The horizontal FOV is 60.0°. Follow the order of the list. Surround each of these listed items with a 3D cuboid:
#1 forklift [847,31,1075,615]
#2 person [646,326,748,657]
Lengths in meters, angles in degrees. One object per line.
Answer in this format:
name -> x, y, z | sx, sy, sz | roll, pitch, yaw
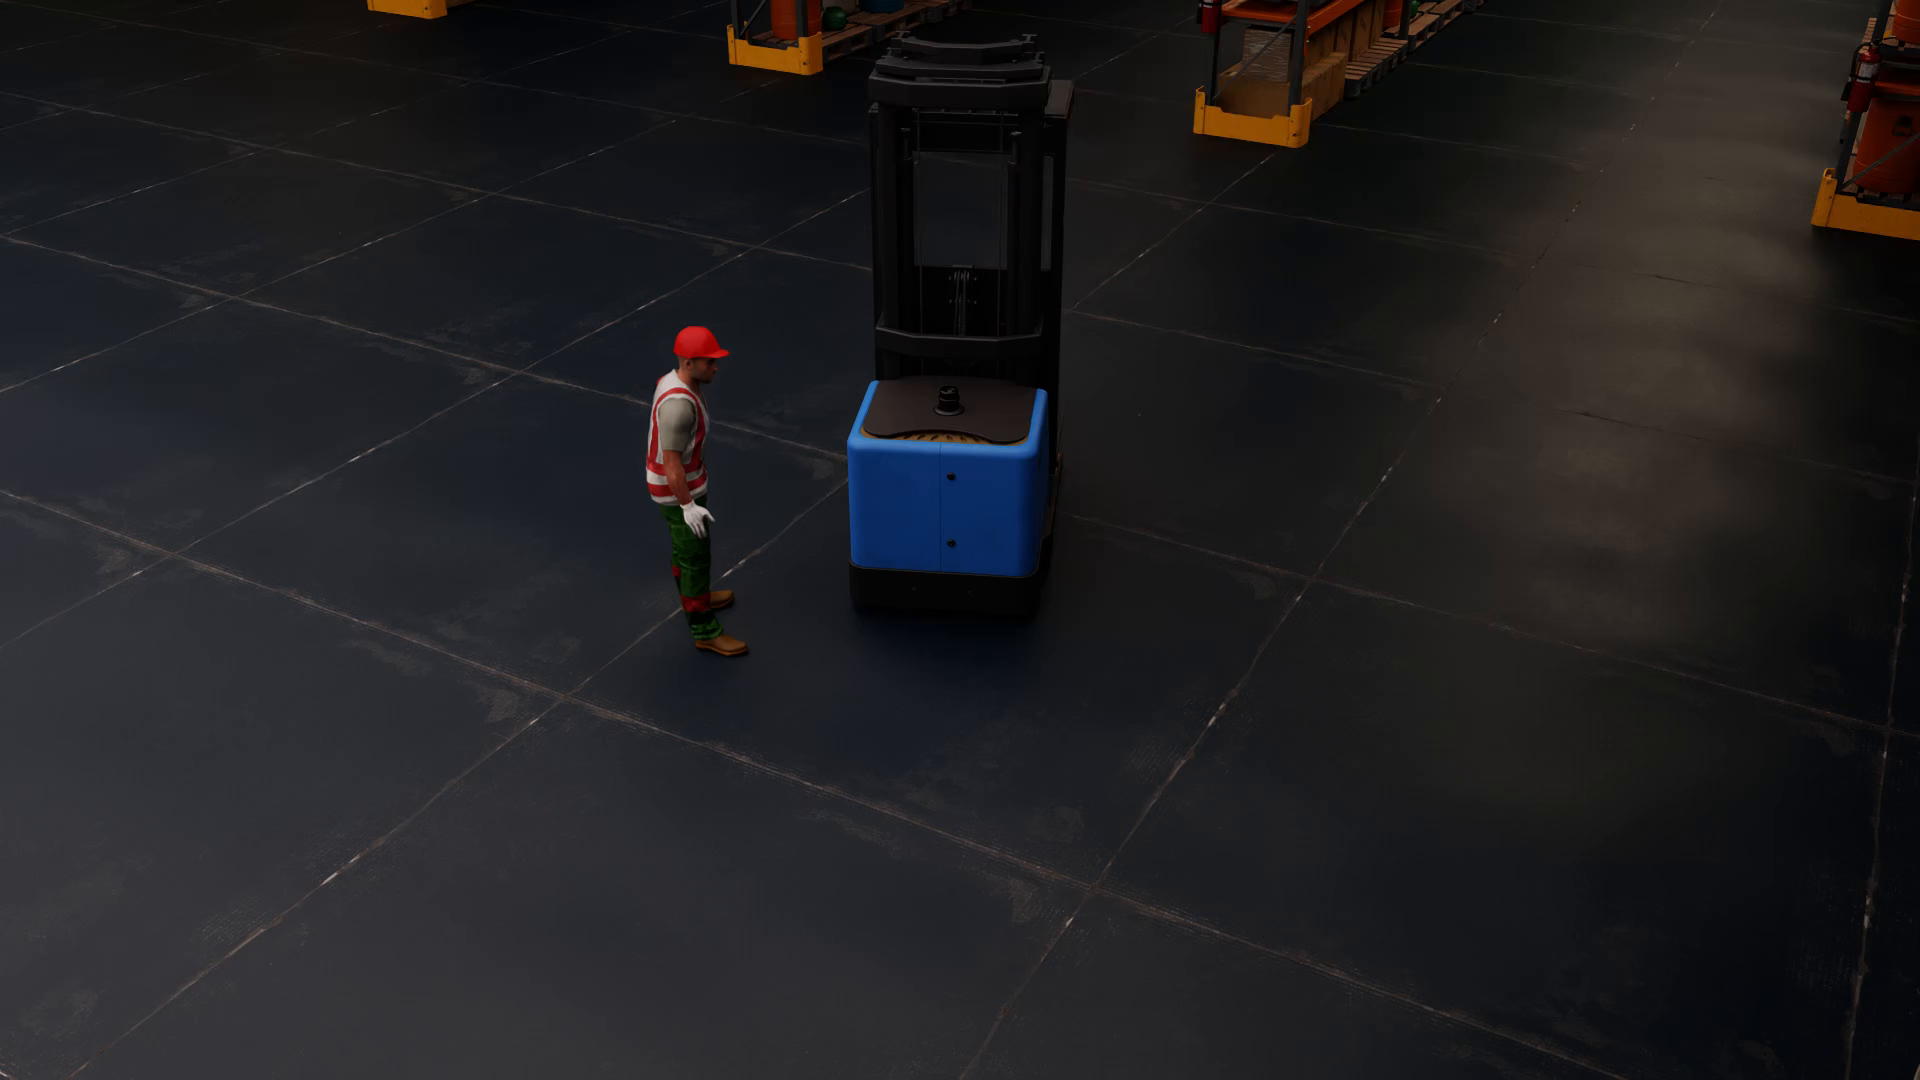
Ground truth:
forklift -> 0.072, -1.572, 9.794 | 1.130, 2.935, 3.031 | 3, 30, 6
person -> -1.389, -0.265, 8.685 | 0.476, 1.779, 0.687 | -5, 30, -8
